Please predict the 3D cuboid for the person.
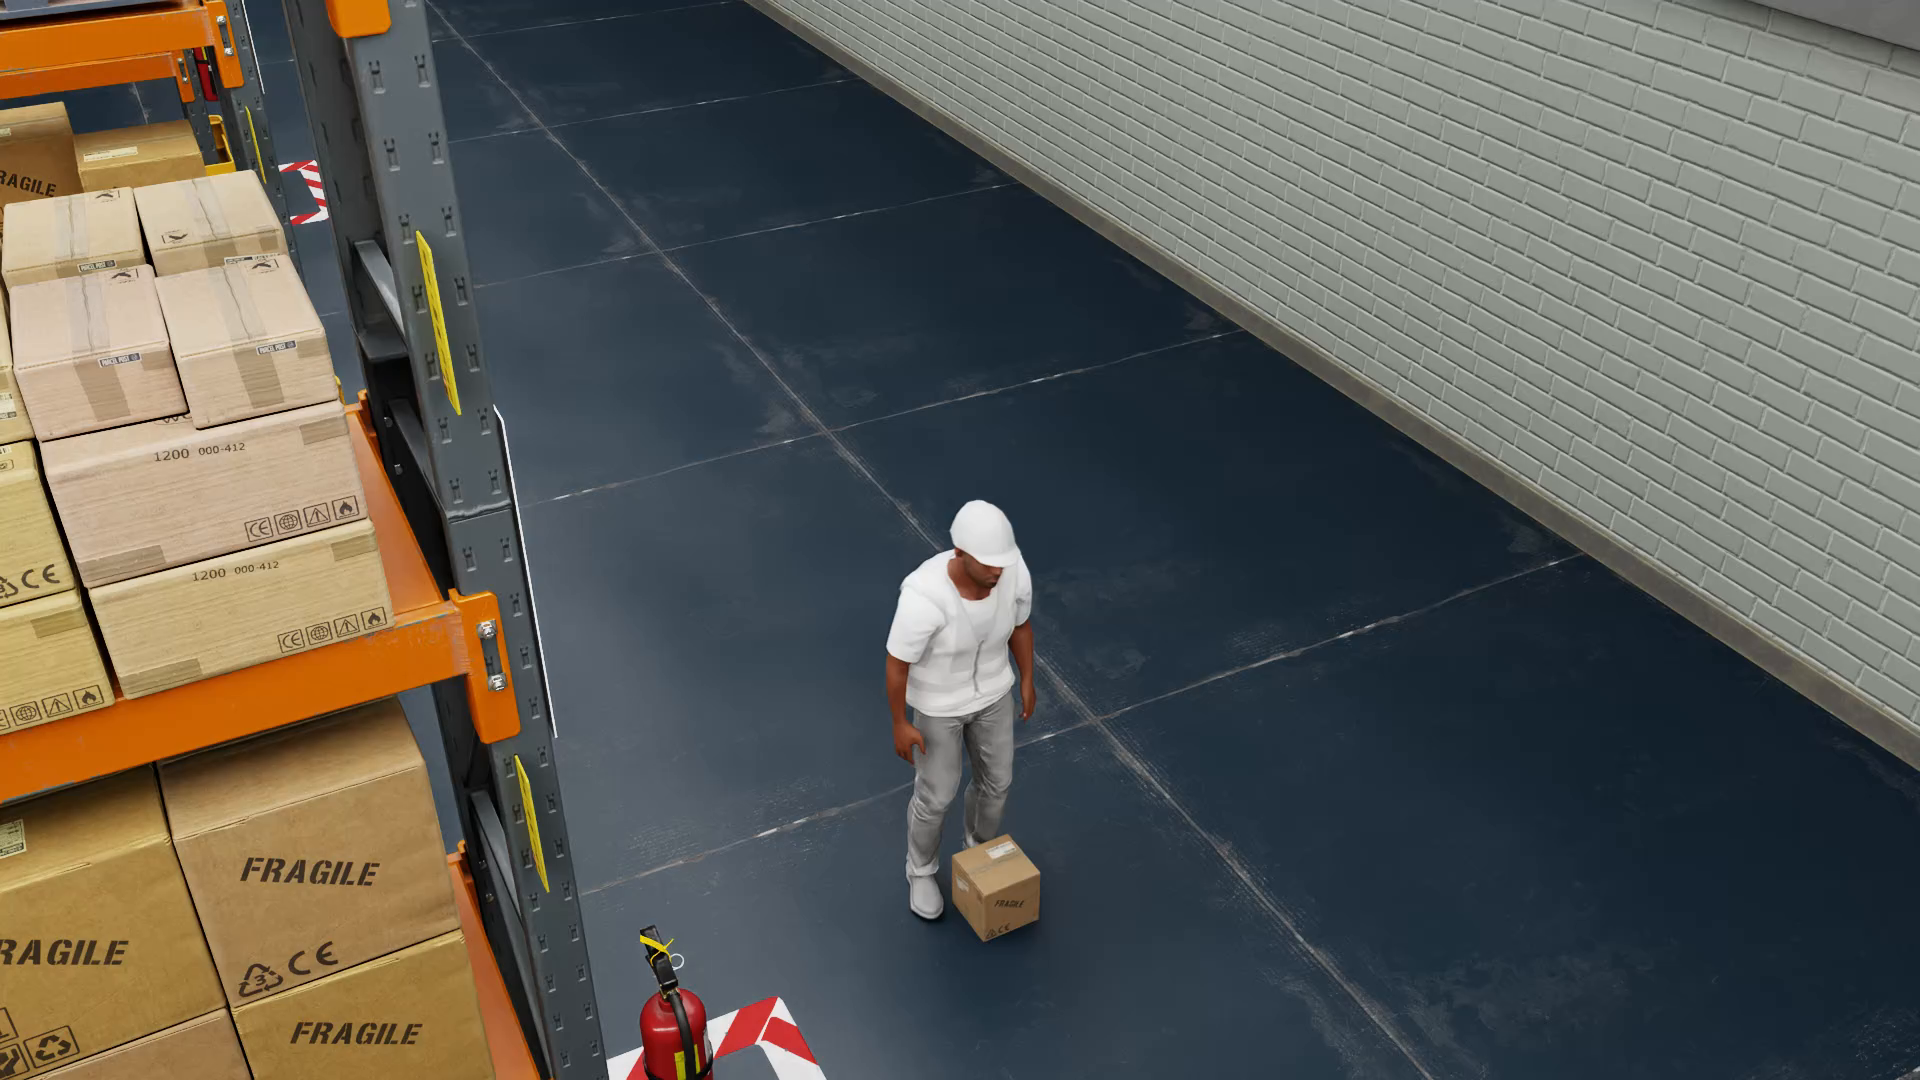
[{"bbox_3d":[0.023,0.601,6.193,0.627,1.759,0.462,-18,37,-25],"label":"person"}]
